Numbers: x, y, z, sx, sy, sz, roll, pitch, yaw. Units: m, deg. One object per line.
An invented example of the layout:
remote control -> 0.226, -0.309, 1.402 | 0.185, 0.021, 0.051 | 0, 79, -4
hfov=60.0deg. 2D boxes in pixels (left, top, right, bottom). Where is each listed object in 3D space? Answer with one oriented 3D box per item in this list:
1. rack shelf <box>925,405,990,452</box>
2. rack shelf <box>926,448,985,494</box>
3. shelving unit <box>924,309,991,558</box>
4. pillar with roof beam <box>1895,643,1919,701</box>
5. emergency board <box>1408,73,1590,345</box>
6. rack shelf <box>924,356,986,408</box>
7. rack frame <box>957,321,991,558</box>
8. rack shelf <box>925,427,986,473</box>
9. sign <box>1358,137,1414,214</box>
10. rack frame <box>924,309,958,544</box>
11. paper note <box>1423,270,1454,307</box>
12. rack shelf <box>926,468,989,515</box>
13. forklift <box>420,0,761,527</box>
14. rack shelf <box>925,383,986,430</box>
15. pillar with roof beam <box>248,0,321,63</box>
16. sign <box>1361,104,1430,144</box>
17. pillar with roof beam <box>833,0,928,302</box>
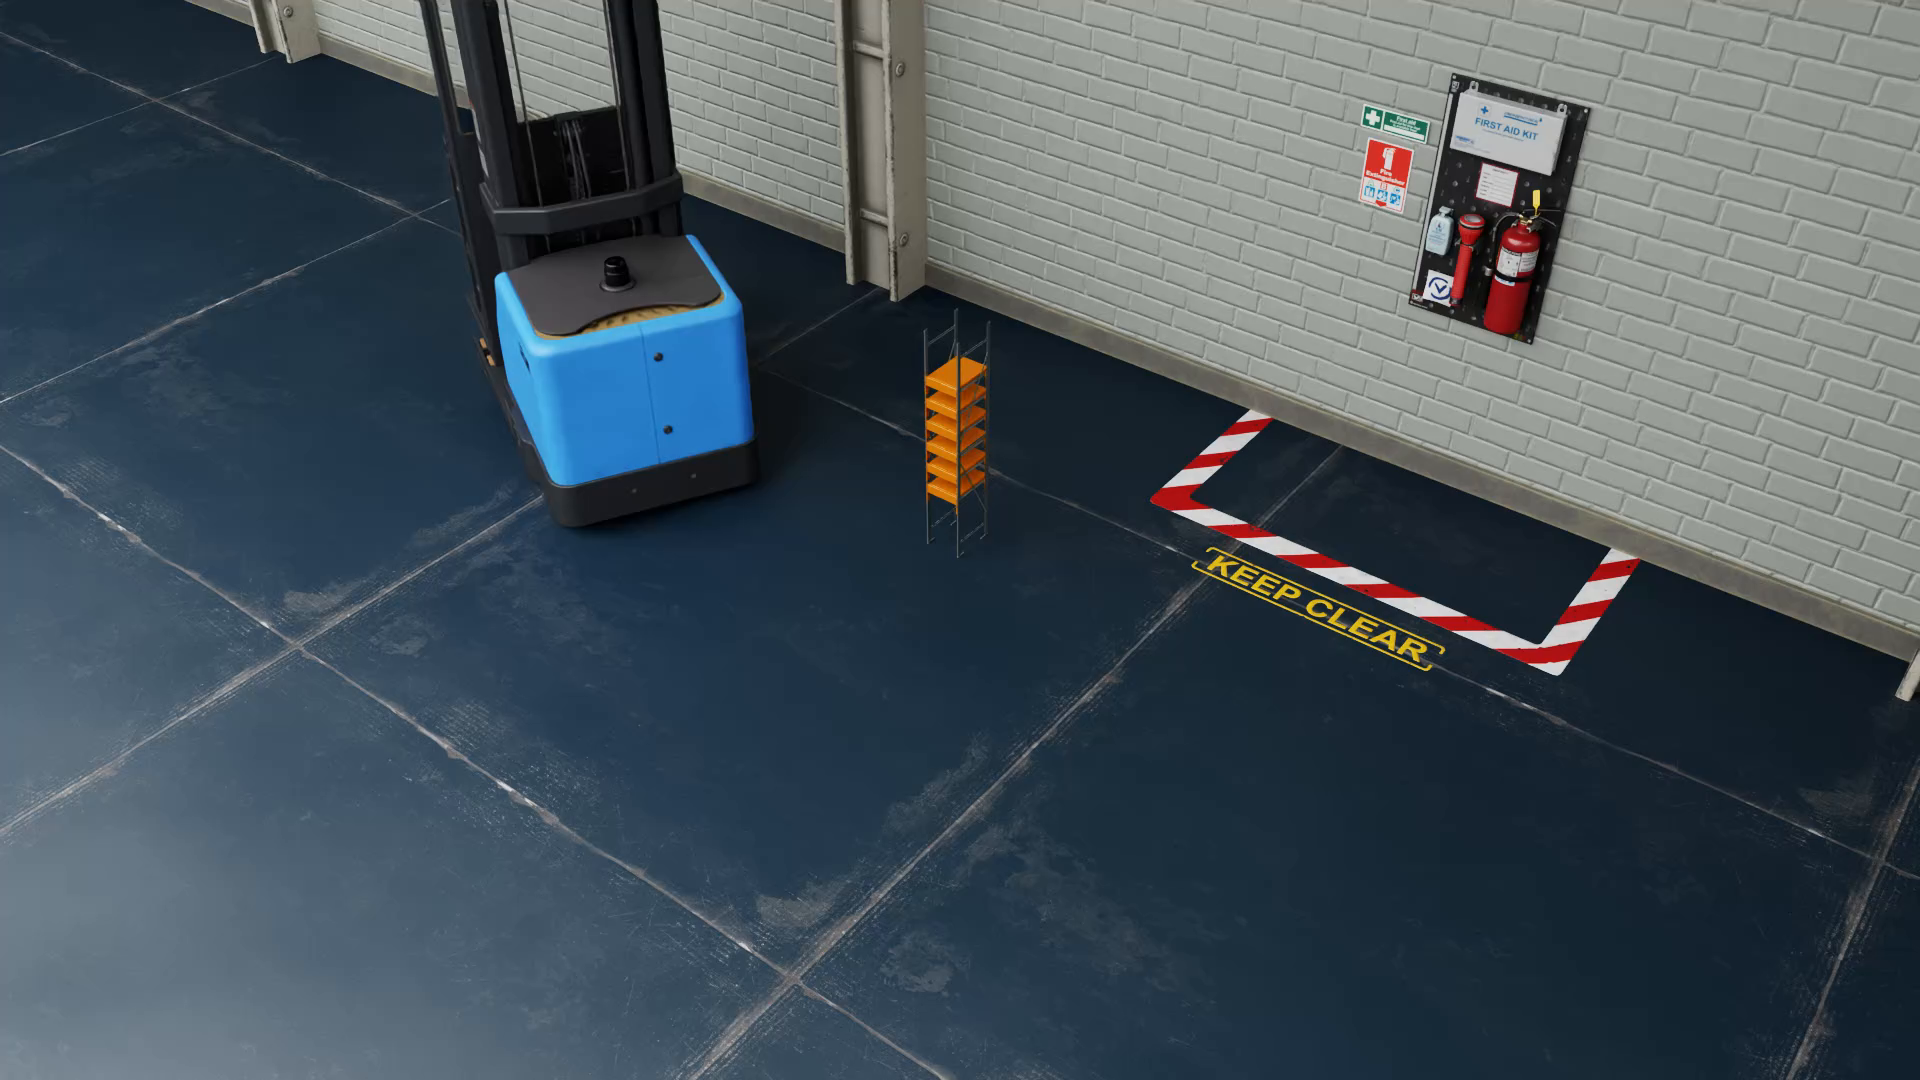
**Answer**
rack shelf -> -0.012, -0.537, 7.701 | 0.180, 0.103, 0.258 | 25, 45, 29
rack shelf -> -0.011, -0.348, 7.849 | 0.180, 0.103, 0.258 | 25, 45, 29
shelving unit -> -0.012, -0.478, 7.748 | 0.189, 1.200, 0.258 | 25, 45, 29
pillar with roof beam -> 1.708, -0.756, 1.777 | 0.400, 9.000, 9.100 | 25, 45, 29
emergency board -> 2.384, -1.446, 7.524 | 0.643, 1.169, 0.194 | 25, 45, 29
rack shelf -> -0.012, -0.726, 7.553 | 0.180, 0.103, 0.258 | 25, 45, 29
rack frame -> 0.061, -0.444, 7.704 | 0.006, 1.200, 0.240 | 25, 45, 29
rack shelf -> -0.012, -0.443, 7.775 | 0.180, 0.103, 0.258 | 25, 45, 29
sign -> 2.007, -1.718, 7.842 | 0.234, 0.329, 0.001 | 25, 45, 29
rack frame -> -0.084, -0.512, 7.792 | 0.006, 1.200, 0.240 | 25, 45, 29
paper note -> 2.285, -1.199, 7.924 | 0.142, 0.148, 0.016 | 25, 45, 29
rack shelf -> -0.011, -0.254, 7.923 | 0.180, 0.103, 0.258 | 25, 45, 29
forklift -> -2.076, -2.121, 8.443 | 1.130, 2.935, 3.031 | -16, 41, -19
rack shelf -> -0.012, -0.632, 7.627 | 0.180, 0.103, 0.258 | 25, 45, 29
pillar with roof beam -> -7.823, -5.250, 7.517 | 0.400, 9.000, 9.100 | 25, 45, 29
sign -> 2.006, -1.920, 7.671 | 0.331, 0.109, 0.001 | 25, 45, 29
pillar with roof beam -> -3.058, -3.003, 4.647 | 0.400, 9.000, 9.100 | 25, 45, 29
